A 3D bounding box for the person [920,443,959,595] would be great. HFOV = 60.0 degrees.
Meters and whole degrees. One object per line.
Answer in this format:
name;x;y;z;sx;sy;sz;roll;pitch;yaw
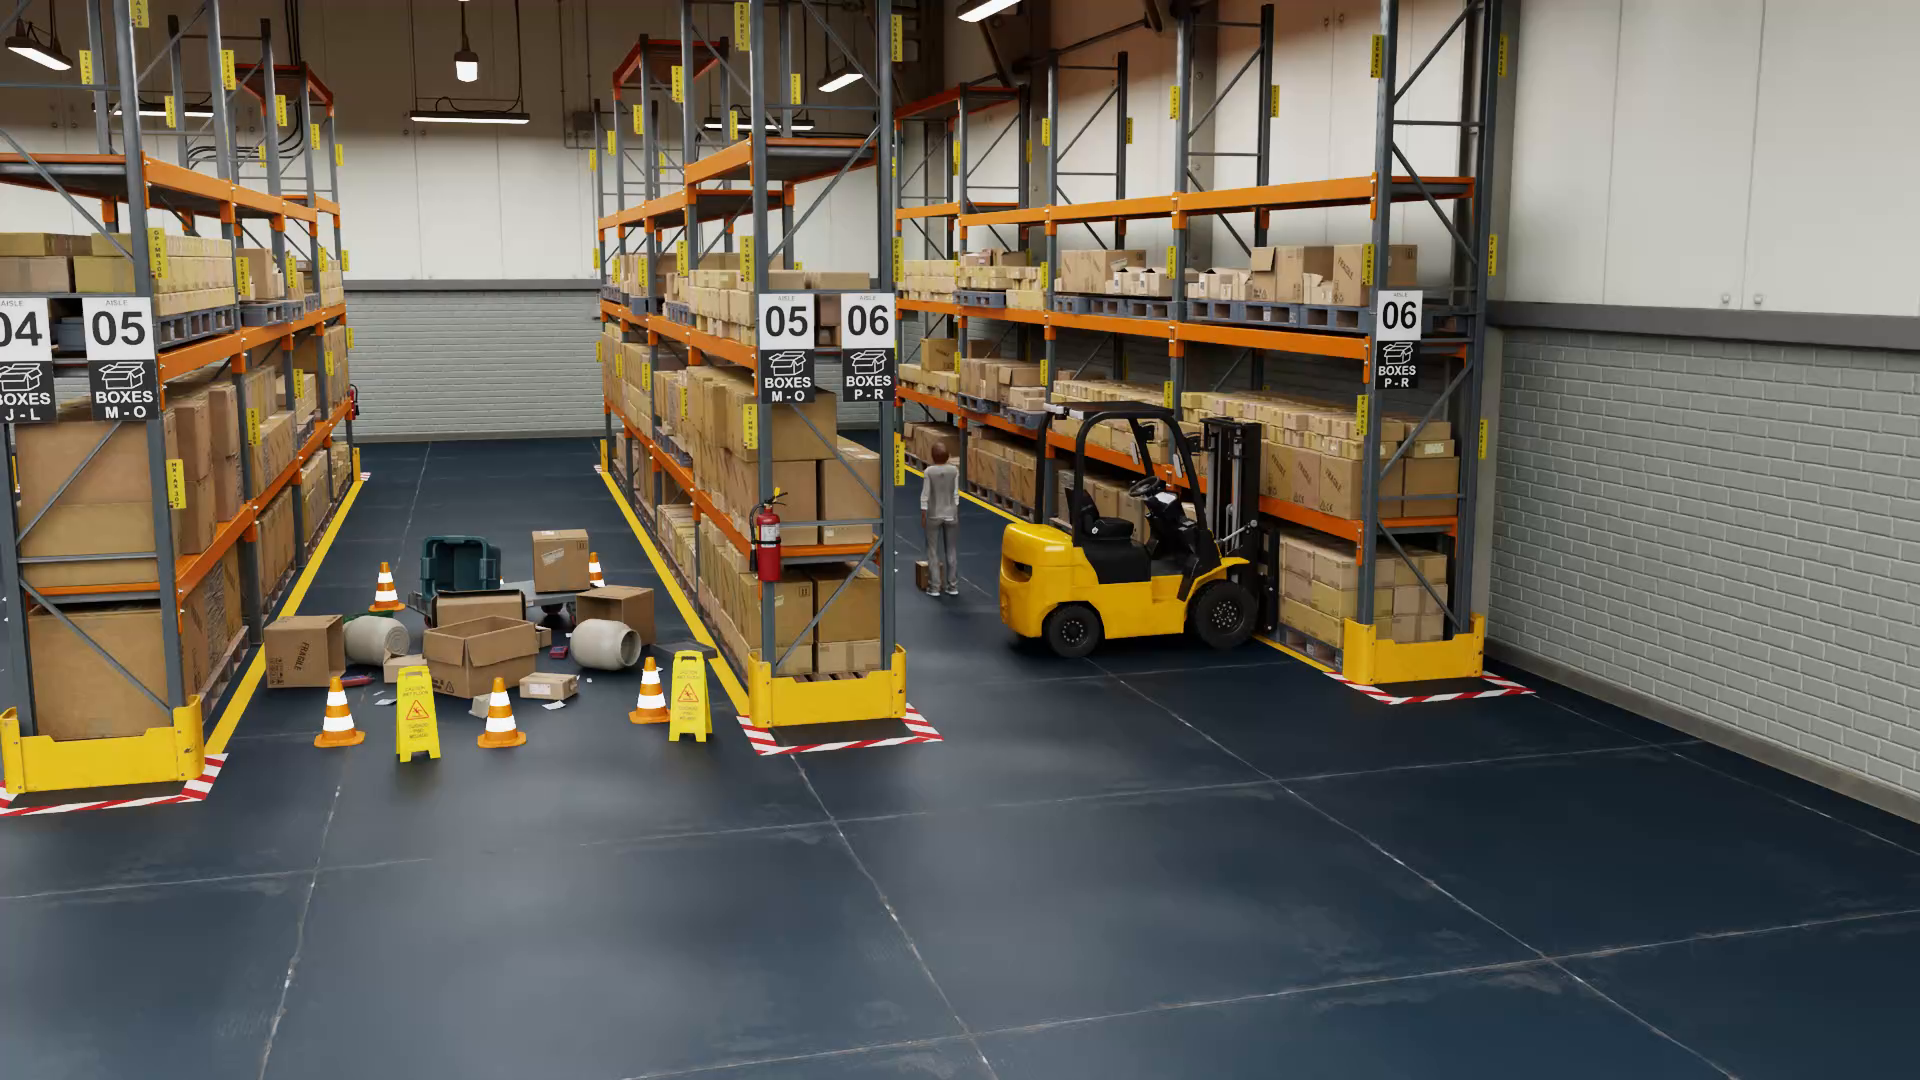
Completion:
person;-0.211;-0.210;17.218;0.407;1.586;0.300;-3;10;-15
